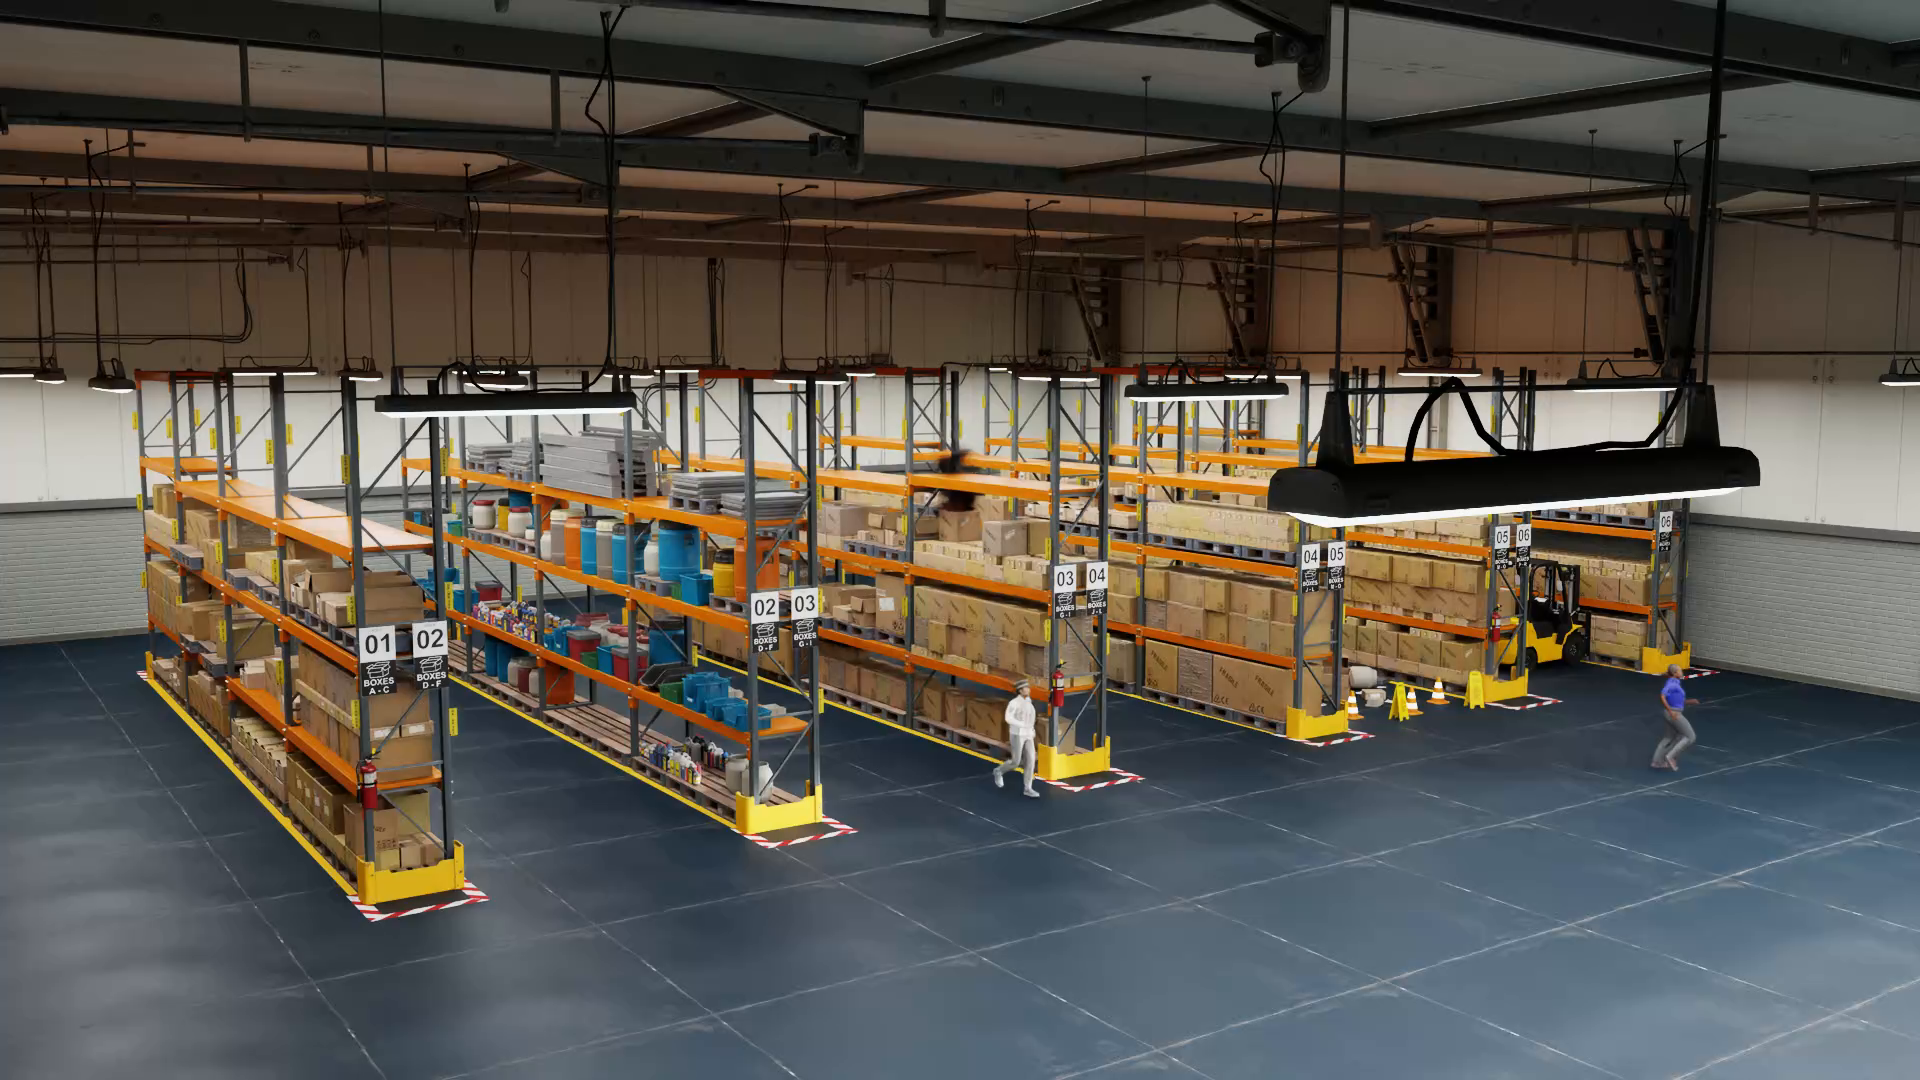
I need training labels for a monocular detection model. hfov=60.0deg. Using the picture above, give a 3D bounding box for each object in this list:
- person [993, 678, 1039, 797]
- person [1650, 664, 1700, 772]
[{"bbox_3d":[0.910,2.810,23.897,0.670,1.644,0.849,-6,9,-44],"label":"person"},{"bbox_3d":[10.822,2.684,25.115,0.652,1.642,0.553,1,7,11],"label":"person"}]
